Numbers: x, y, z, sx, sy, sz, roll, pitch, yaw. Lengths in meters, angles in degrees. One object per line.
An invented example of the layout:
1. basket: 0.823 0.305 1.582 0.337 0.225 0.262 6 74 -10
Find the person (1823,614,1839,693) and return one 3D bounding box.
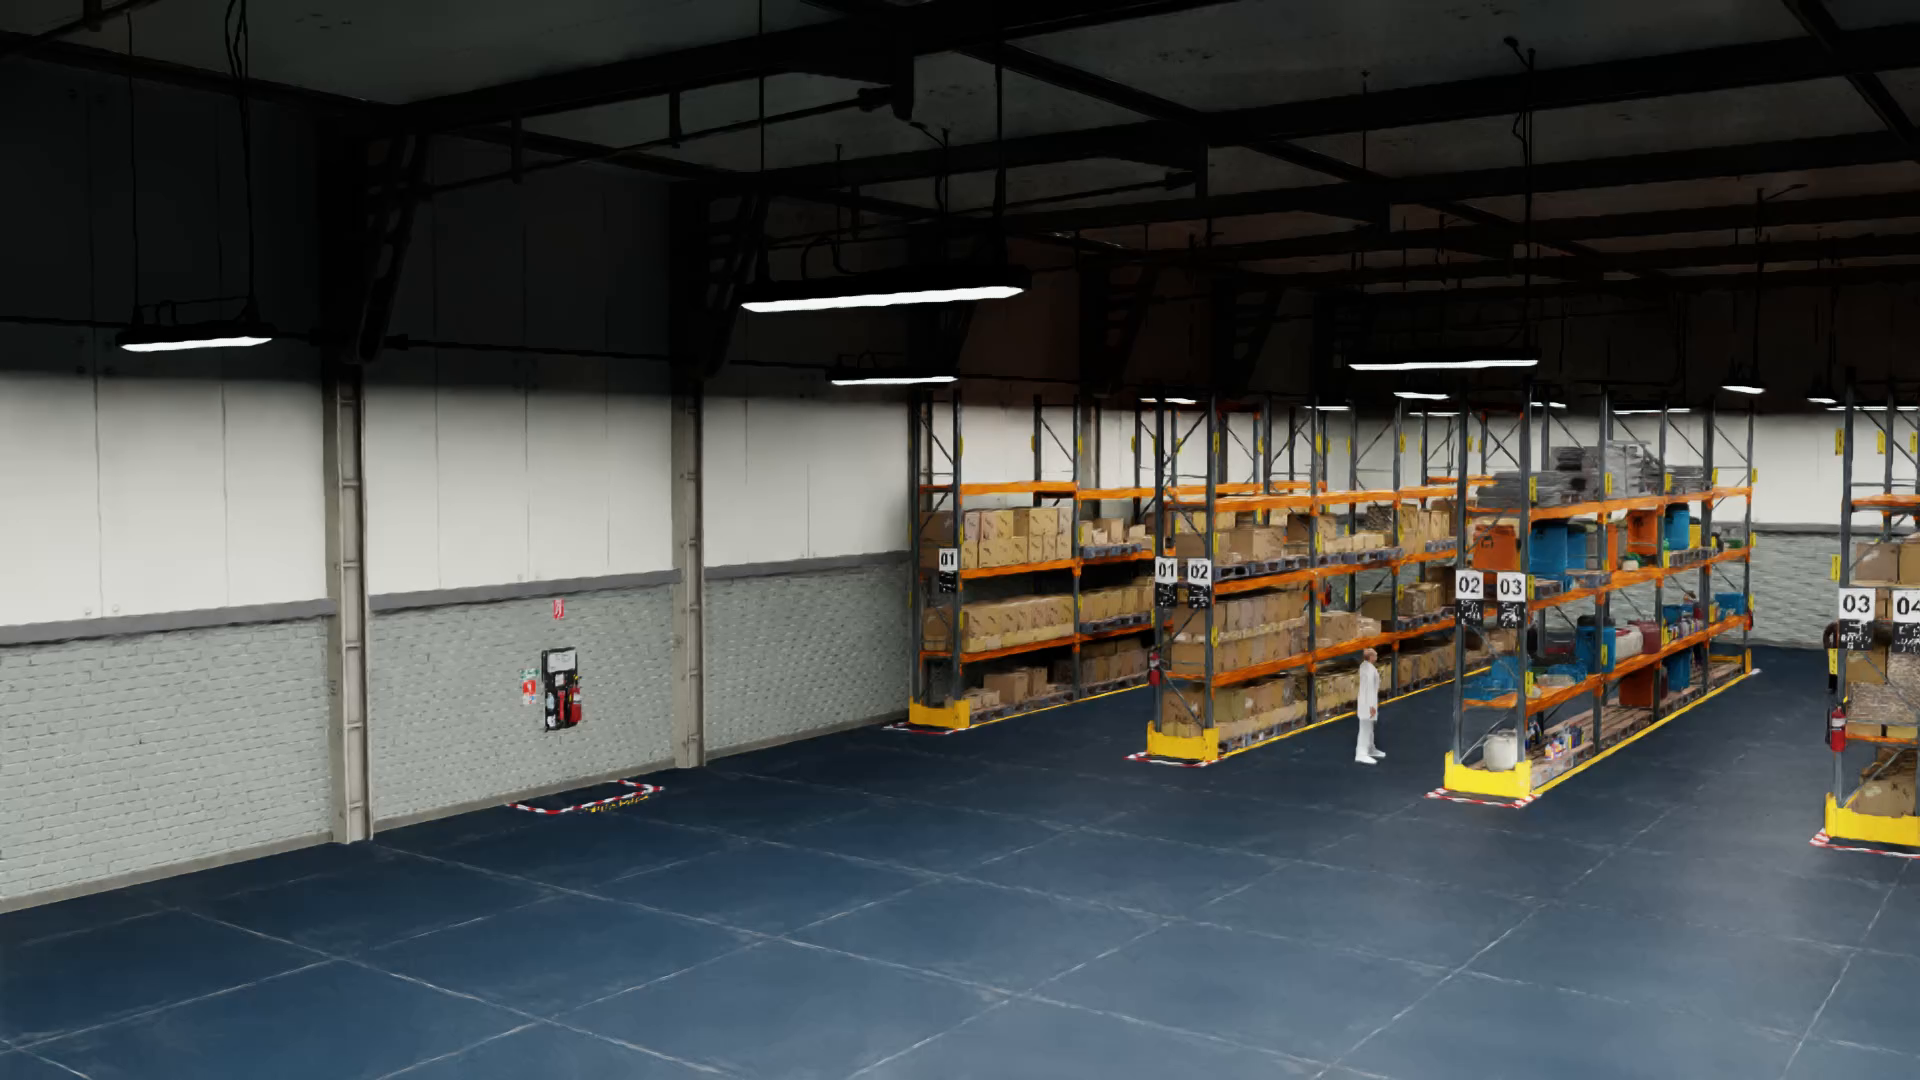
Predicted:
1. person: 17.707 2.241 33.351 0.729 1.732 0.544 2 4 34

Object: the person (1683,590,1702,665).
1. person: 16.001 1.914 36.416 0.427 1.643 0.549 -1 3 -11

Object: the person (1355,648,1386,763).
1. person: 6.513 2.650 26.303 0.520 1.676 0.656 0 3 6

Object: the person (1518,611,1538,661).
1. person: 11.676 2.226 34.071 0.555 1.673 1.030 2 4 35
